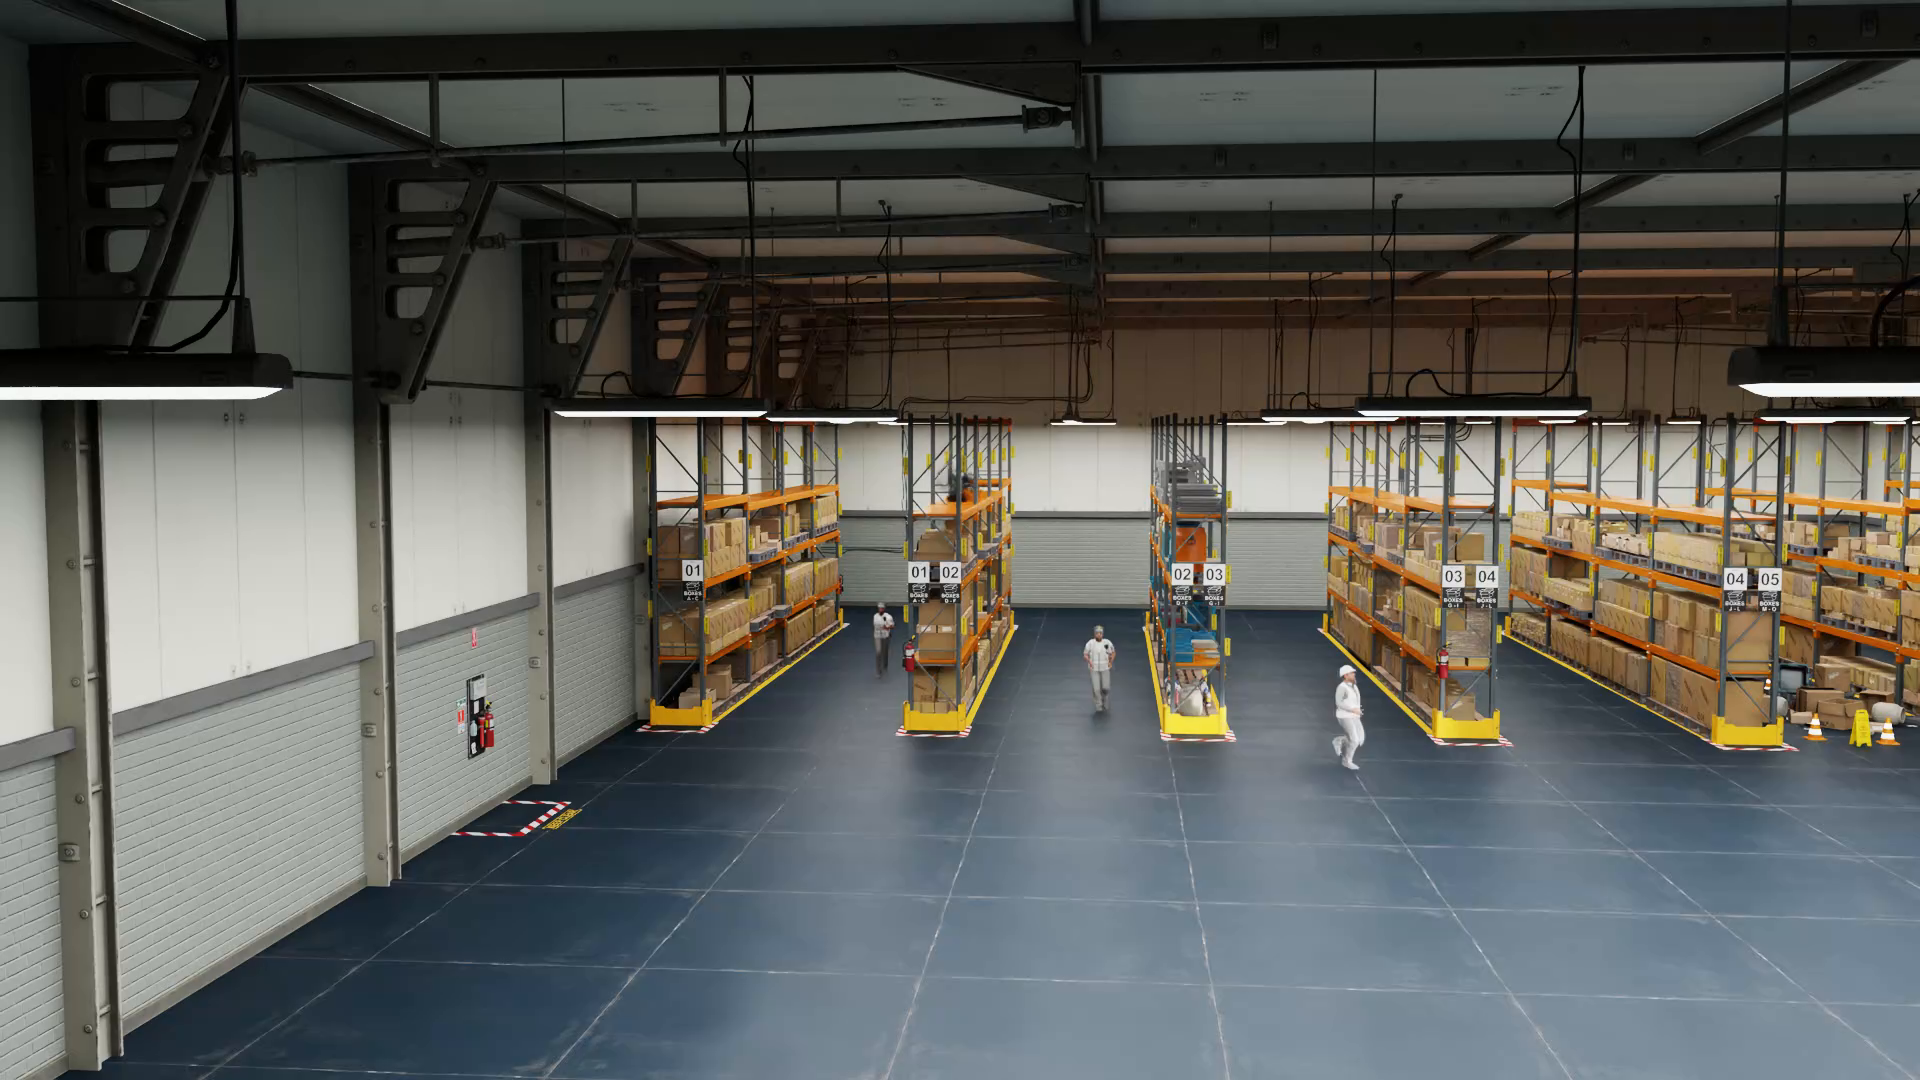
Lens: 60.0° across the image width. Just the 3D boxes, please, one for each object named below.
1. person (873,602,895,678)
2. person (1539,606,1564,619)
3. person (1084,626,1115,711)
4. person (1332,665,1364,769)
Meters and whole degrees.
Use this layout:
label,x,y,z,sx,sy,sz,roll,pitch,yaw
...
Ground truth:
label,x,y,z,sx,sy,sz,roll,pitch,yaw
person,-1.765,2.297,38.439,0.553,1.753,0.799,0,4,7
person,16.801,1.760,47.300,1.014,1.688,0.698,0,4,3
person,2.813,2.590,33.479,0.638,1.737,0.563,0,4,4
person,6.544,2.978,28.078,0.609,1.736,0.691,3,5,37
